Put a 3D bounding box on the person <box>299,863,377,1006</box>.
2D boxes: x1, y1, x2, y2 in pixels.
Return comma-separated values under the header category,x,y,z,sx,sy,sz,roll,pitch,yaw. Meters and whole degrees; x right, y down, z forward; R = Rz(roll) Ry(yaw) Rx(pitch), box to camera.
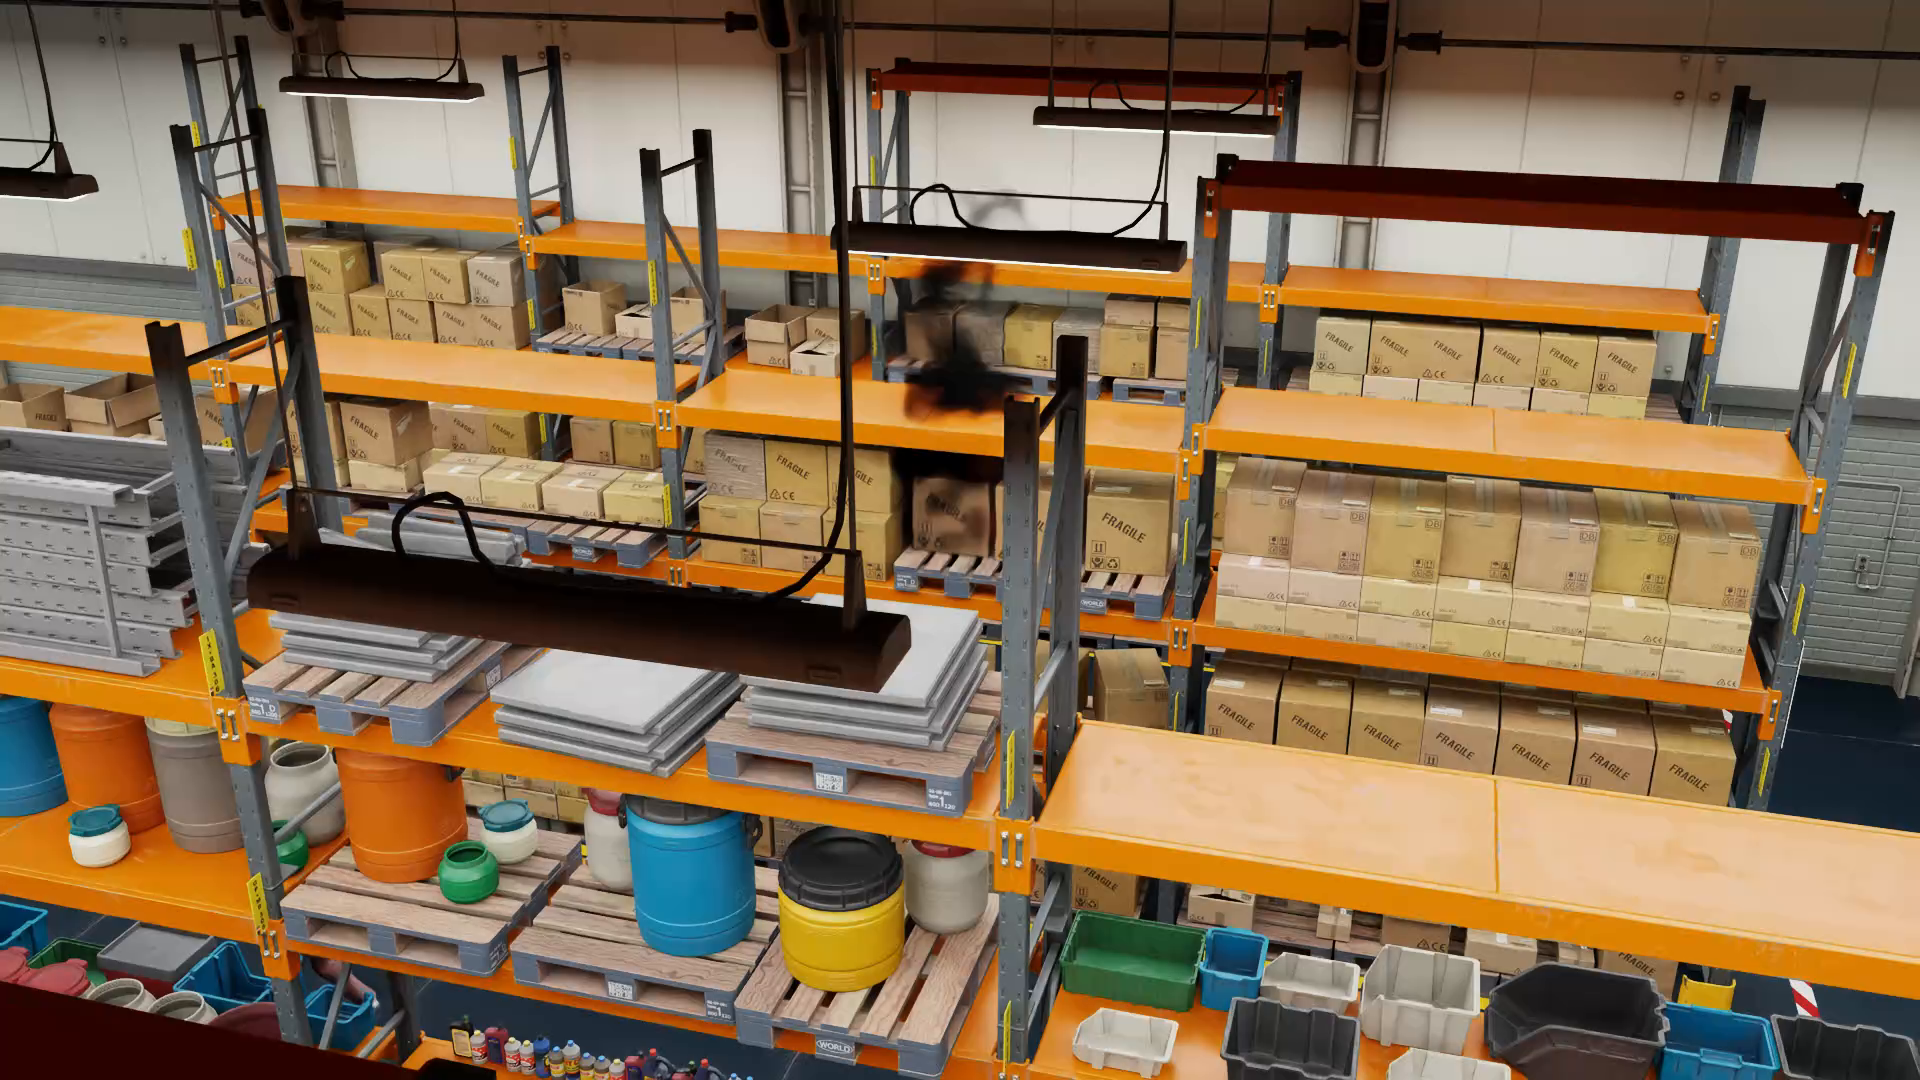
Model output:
category,x,y,z,sx,sy,sz,roll,pitch,yaw
person,-4.652,2.854,11.914,0.880,1.307,0.536,9,24,21
